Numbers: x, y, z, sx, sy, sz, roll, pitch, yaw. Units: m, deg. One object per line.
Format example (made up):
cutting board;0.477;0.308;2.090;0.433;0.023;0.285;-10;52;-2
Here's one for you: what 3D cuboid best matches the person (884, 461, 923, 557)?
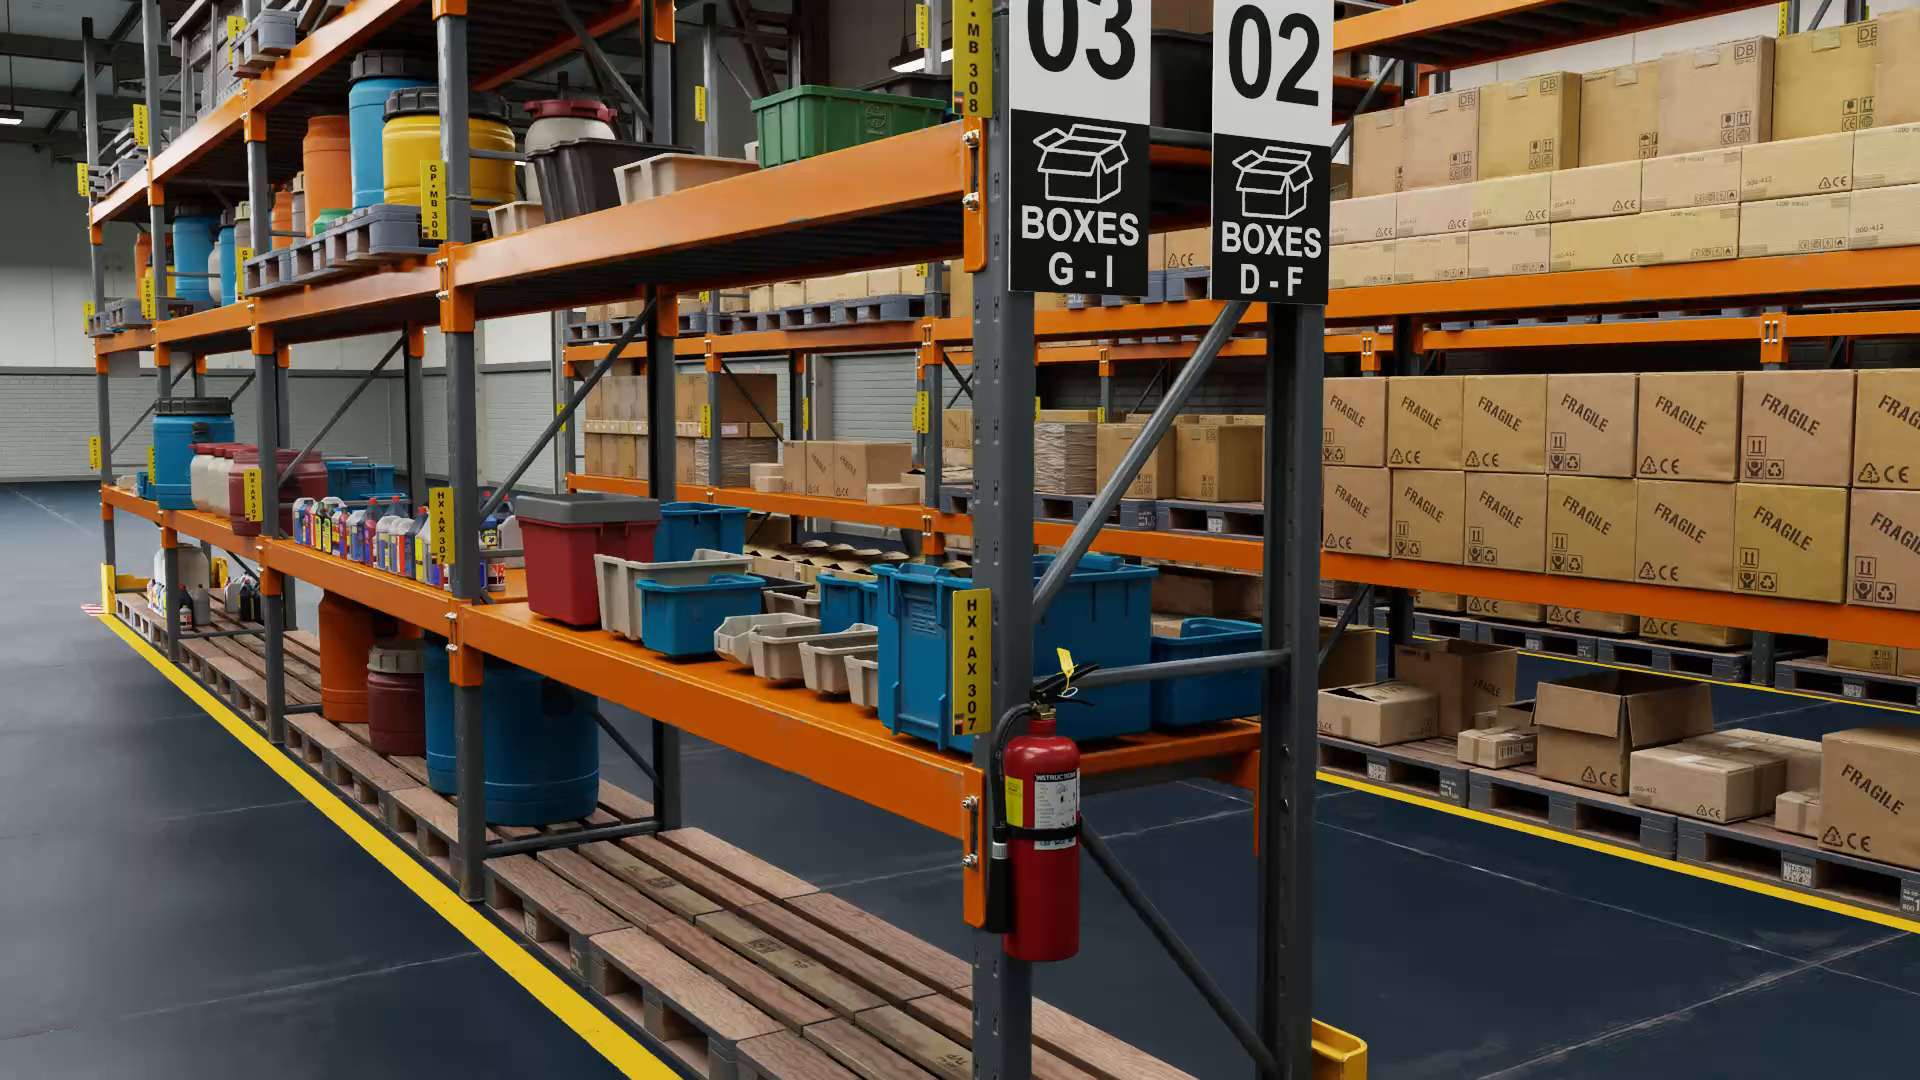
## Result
person;-0.507;-0.136;18.112;0.552;1.606;0.927;-4;6;-40
